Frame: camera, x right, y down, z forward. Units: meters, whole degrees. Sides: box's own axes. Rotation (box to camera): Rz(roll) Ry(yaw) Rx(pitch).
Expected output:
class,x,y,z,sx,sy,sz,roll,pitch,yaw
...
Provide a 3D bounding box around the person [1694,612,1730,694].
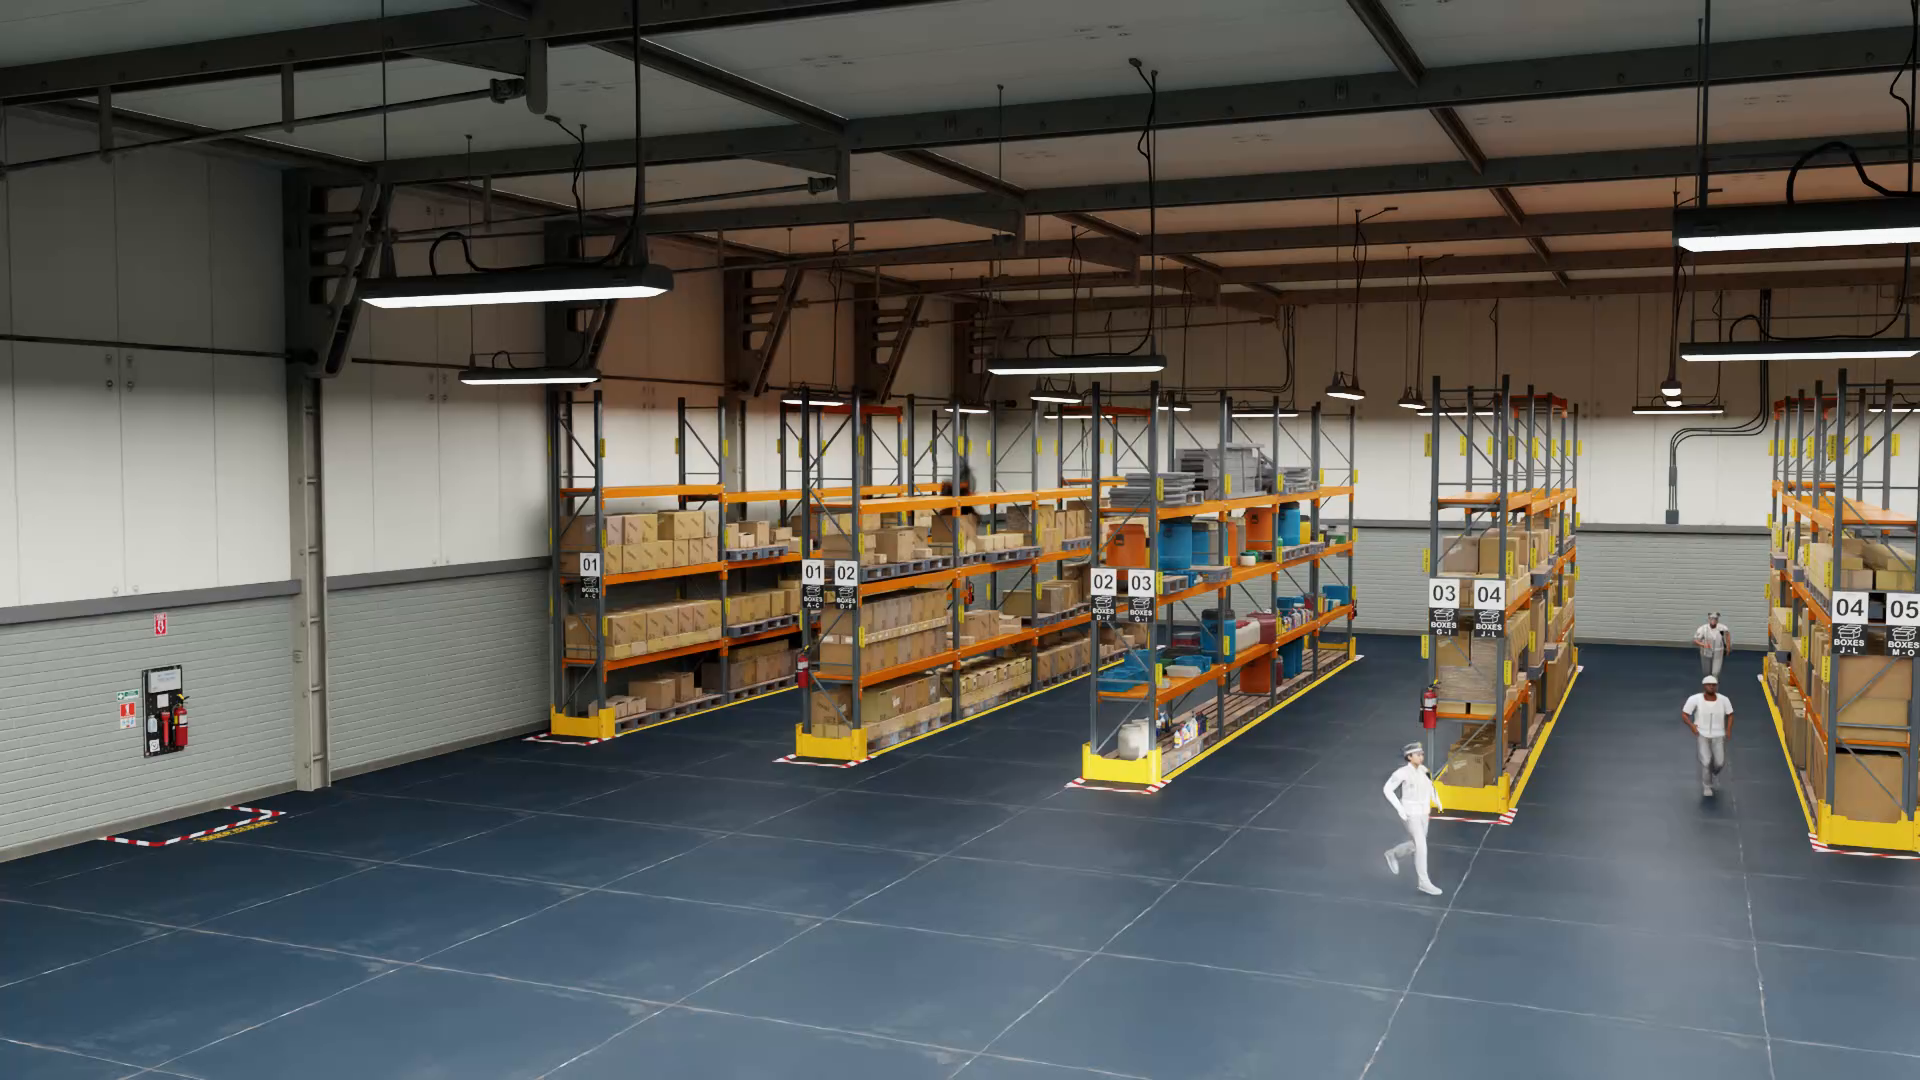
class,x,y,z,sx,sy,sz,roll,pitch,yaw
person,14.918,2.300,32.998,0.685,1.798,1.032,1,3,19

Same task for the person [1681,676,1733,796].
class,x,y,z,sx,sy,sz,roll,pitch,yaw
person,10.781,2.812,23.977,0.706,1.726,0.575,1,3,15

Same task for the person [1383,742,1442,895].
class,x,y,z,sx,sy,sz,roll,pitch,yaw
person,5.129,3.110,18.881,0.642,1.671,0.876,-2,4,-33
